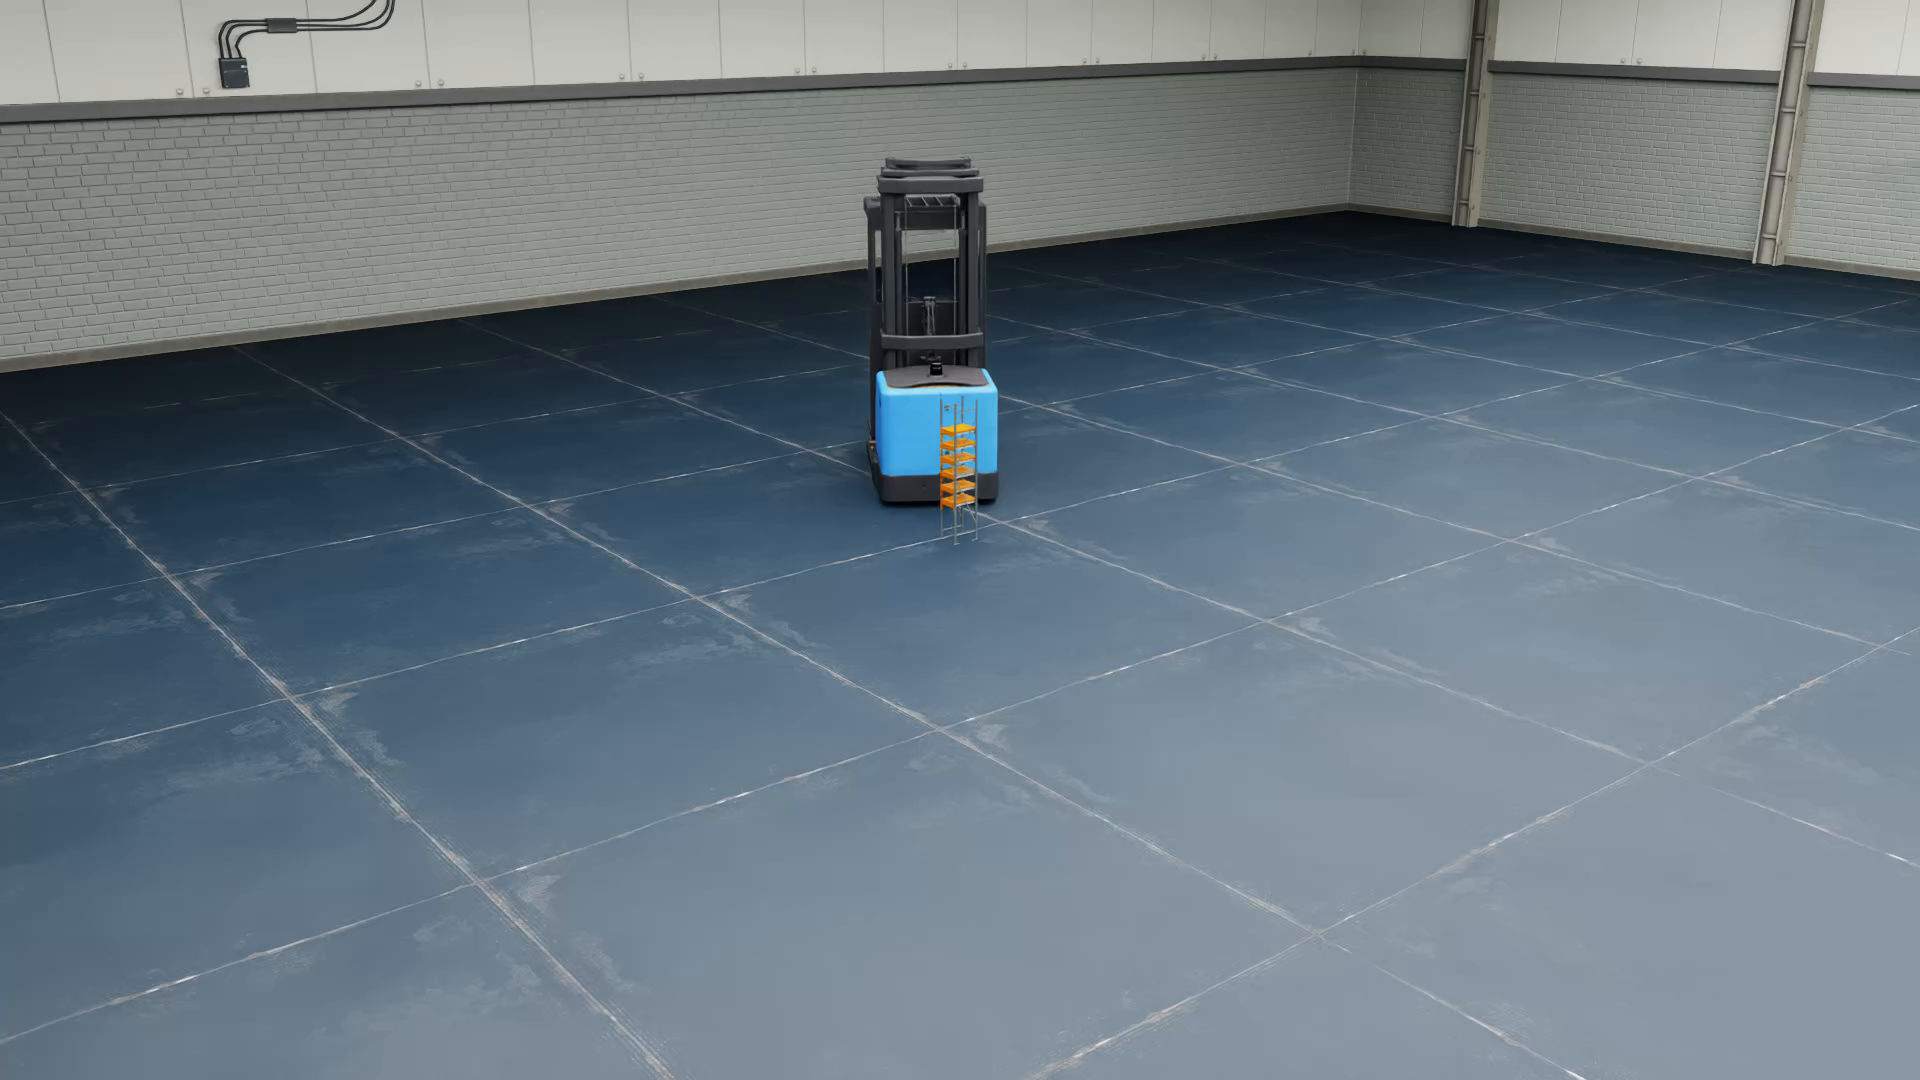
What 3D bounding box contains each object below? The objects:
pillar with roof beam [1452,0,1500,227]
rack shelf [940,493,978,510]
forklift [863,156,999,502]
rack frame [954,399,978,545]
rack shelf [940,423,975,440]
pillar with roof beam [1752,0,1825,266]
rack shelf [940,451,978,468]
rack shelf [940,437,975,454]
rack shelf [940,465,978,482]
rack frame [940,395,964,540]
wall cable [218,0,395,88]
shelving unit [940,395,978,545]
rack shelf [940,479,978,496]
[{"bbox_3d":[6.433,-9.542,28.363,9.100,9.000,0.400,-14,23,-36],"label":"pillar with roof beam"},{"bbox_3d":[-0.009,-0.303,13.774,0.258,0.103,0.180,-14,23,-36],"label":"rack shelf"},{"bbox_3d":[-0.327,-2.143,15.672,1.130,2.935,3.031,-2,18,-6],"label":"forklift"},{"bbox_3d":[0.048,-0.551,13.617,0.240,1.200,0.006,-14,23,-36],"label":"rack frame"},{"bbox_3d":[-0.009,-0.873,13.585,0.258,0.103,0.180,-14,23,-36],"label":"rack shelf"},{"bbox_3d":[10.159,-8.063,23.898,9.100,9.000,0.400,-14,23,-36],"label":"pillar with roof beam"},{"bbox_3d":[-0.009,-0.645,13.661,0.258,0.103,0.180,-14,23,-36],"label":"rack shelf"},{"bbox_3d":[-0.009,-0.759,13.623,0.258,0.103,0.180,-14,23,-36],"label":"rack shelf"},{"bbox_3d":[-0.009,-0.531,13.699,0.258,0.103,0.180,-14,23,-36],"label":"rack shelf"},{"bbox_3d":[-0.066,-0.596,13.753,0.240,1.200,0.006,-14,23,-36],"label":"rack frame"},{"bbox_3d":[-8.225,-8.681,20.354,2.305,6.003,0.169,-14,23,-36],"label":"wall cable"},{"bbox_3d":[-0.009,-0.573,13.685,0.258,1.200,0.189,-14,23,-36],"label":"shelving unit"},{"bbox_3d":[-0.009,-0.417,13.736,0.258,0.103,0.180,-14,23,-36],"label":"rack shelf"}]
